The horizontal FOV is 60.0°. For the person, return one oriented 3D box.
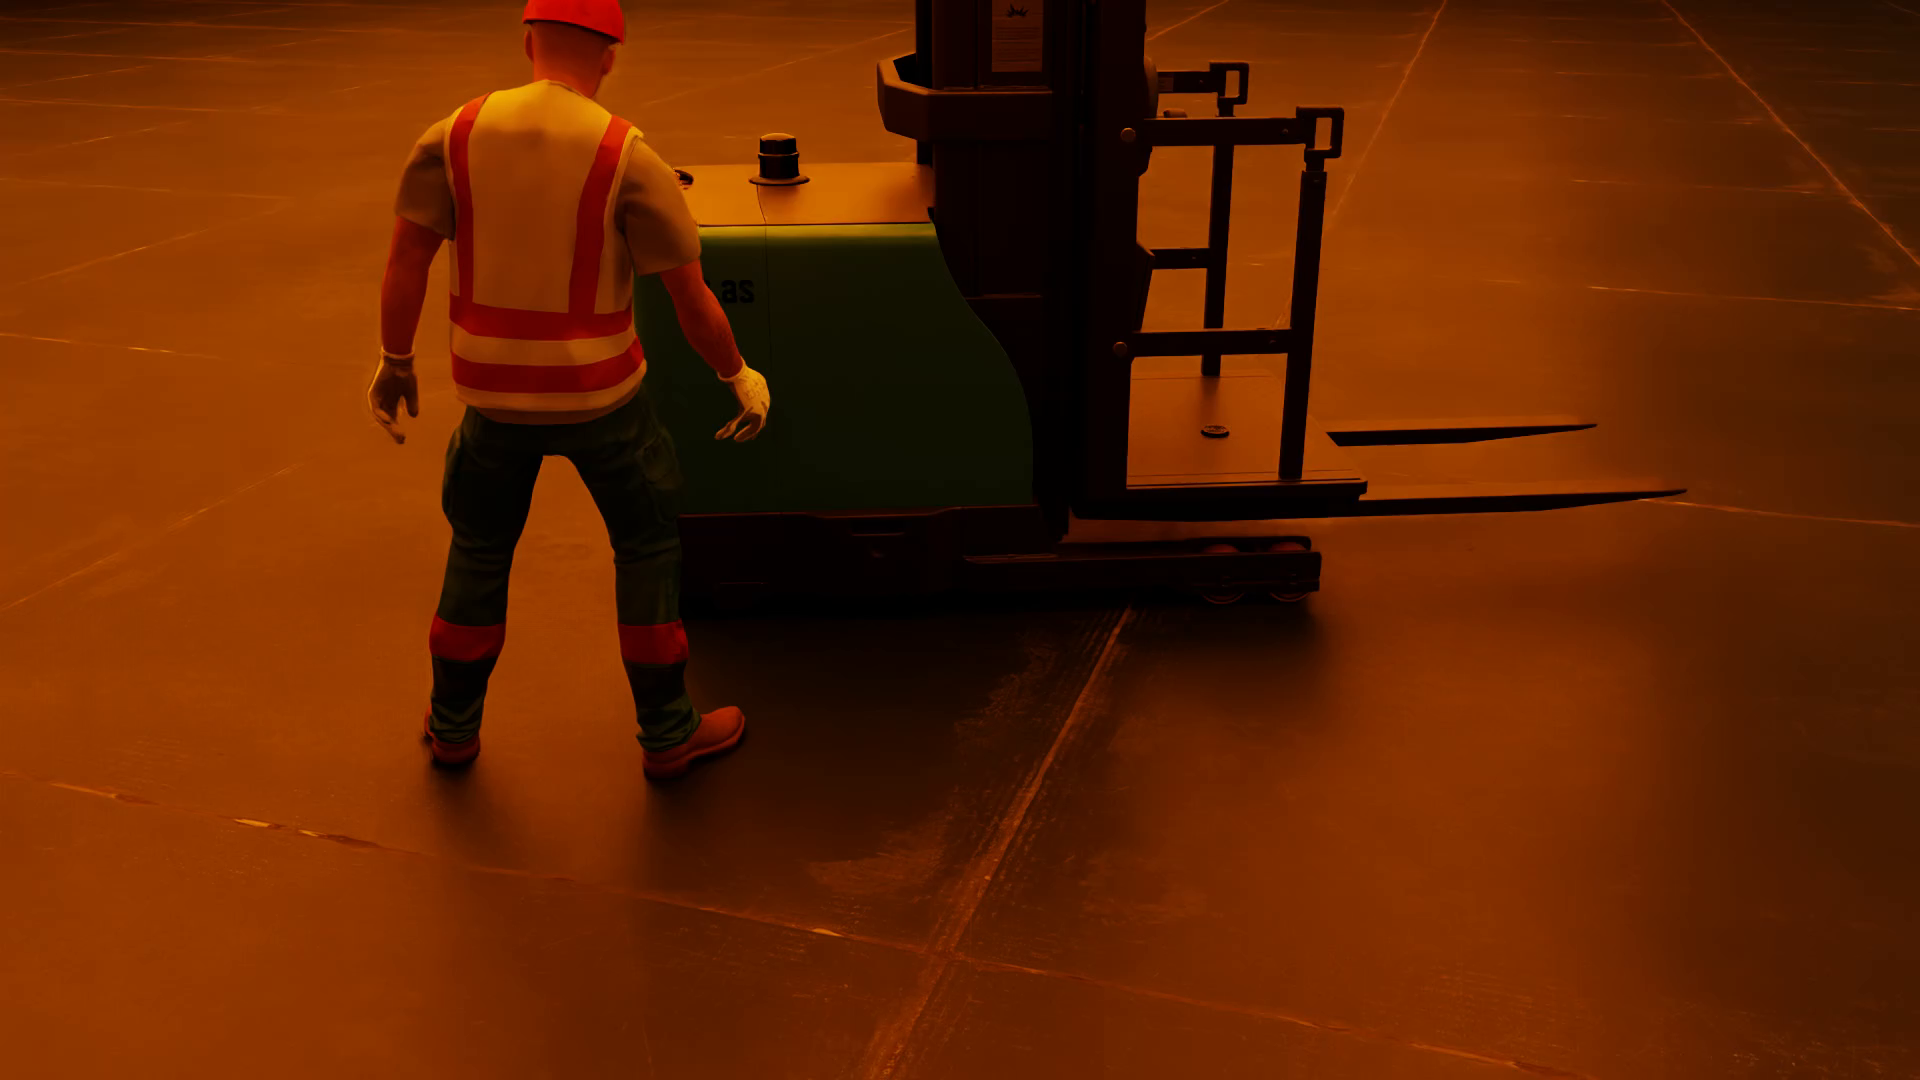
[{"bbox_3d":[-0.864,-0.331,3.628,0.877,1.752,0.429,2,22,4],"label":"person"}]

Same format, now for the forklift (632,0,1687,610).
[{"bbox_3d":[0.606,-1.374,4.608,3.031,2.935,1.130,-2,23,-4],"label":"forklift"}]
